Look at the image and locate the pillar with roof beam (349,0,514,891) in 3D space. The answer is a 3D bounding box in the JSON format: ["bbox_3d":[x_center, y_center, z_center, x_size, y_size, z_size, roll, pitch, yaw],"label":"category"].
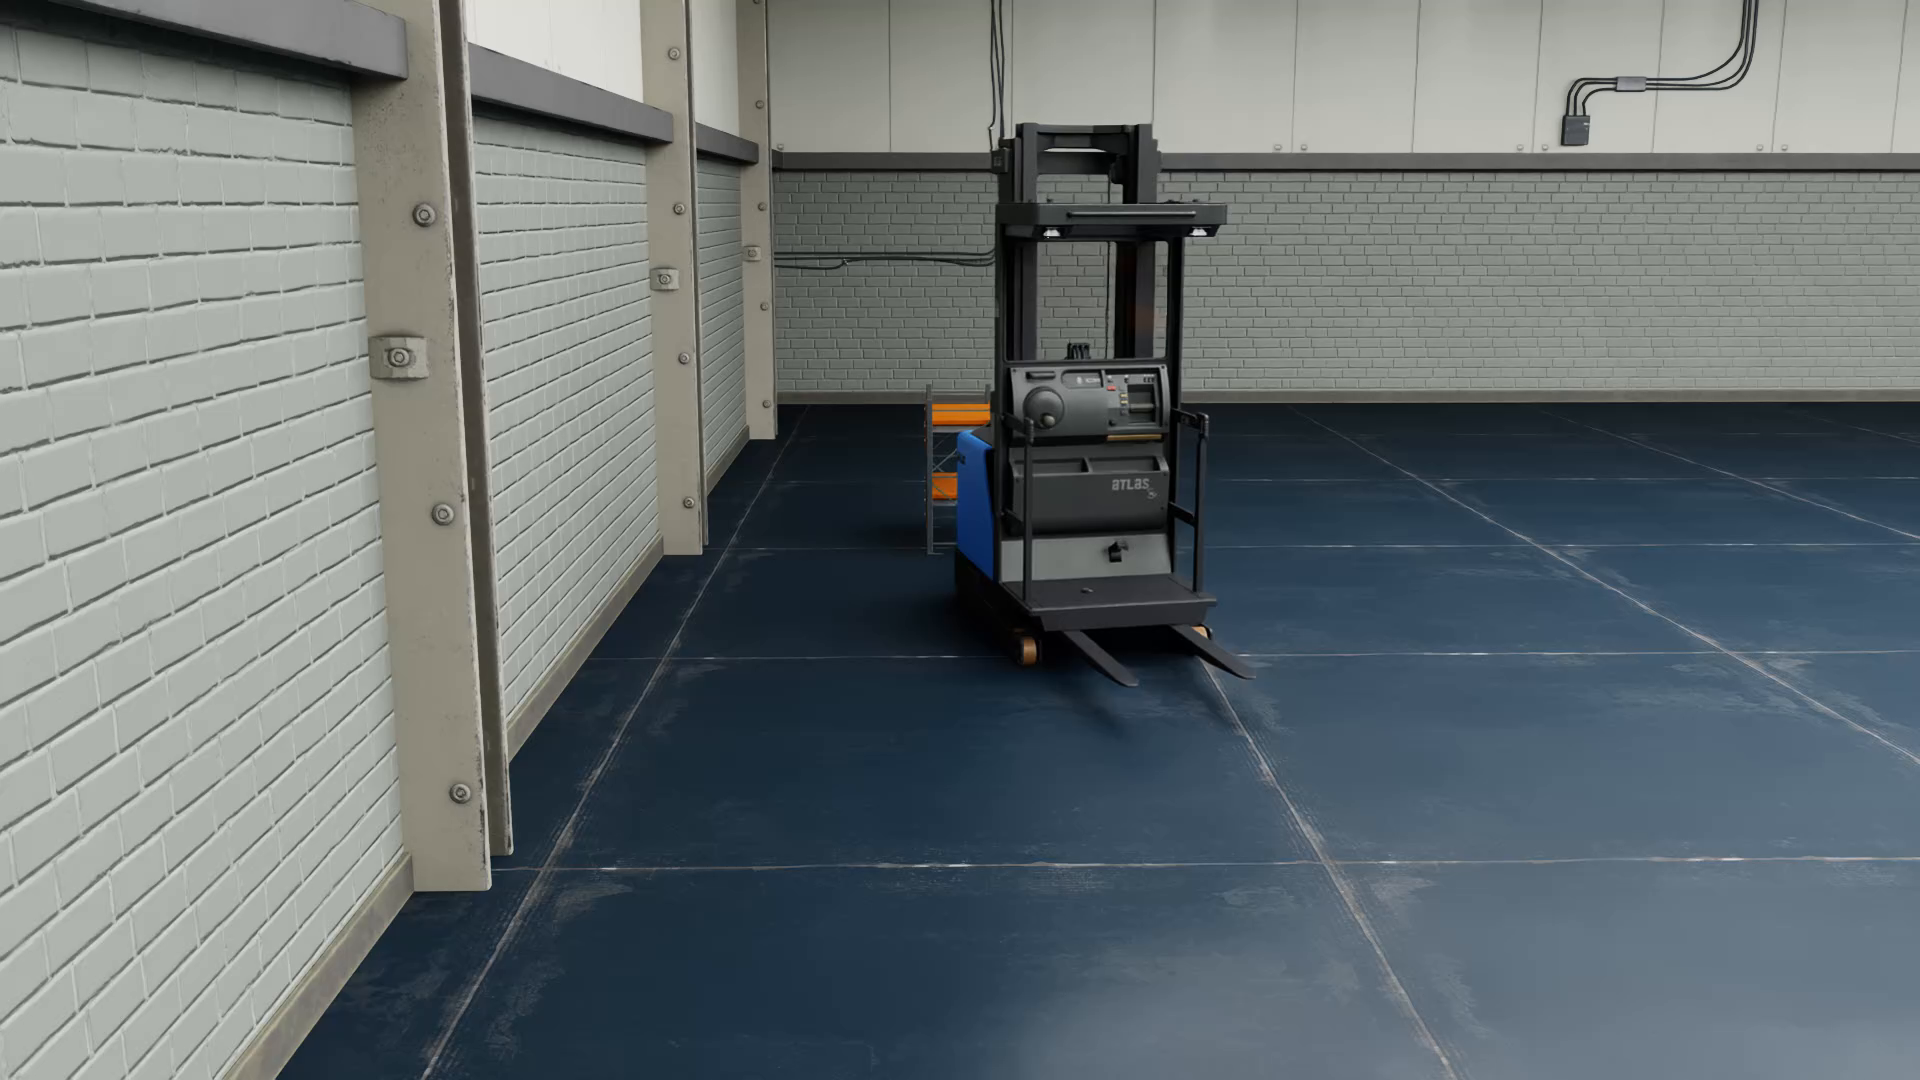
[{"bbox_3d":[2.397,-3.168,5.543,9.100,9.000,0.400,0,11,-1],"label":"pillar with roof beam"}]

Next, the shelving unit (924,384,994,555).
[{"bbox_3d":[0.000,-0.550,12.441,0.538,1.125,1.048,0,11,-1],"label":"shelving unit"}]

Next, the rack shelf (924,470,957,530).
[{"bbox_3d":[0.000,-0.310,12.489,0.538,0.278,1.000,0,11,-1],"label":"rack shelf"}]

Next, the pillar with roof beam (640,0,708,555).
[{"bbox_3d":[2.273,-4.361,11.422,9.100,9.000,0.400,0,11,-1],"label":"pillar with roof beam"}]

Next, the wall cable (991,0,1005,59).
[{"bbox_3d":[1.811,-7.091,19.988,3.097,2.526,0.112,0,11,-1],"label":"wall cable"}]

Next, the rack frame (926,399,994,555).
[{"bbox_3d":[0.011,-0.449,11.943,0.500,1.125,0.032,0,11,-1],"label":"rack frame"}]

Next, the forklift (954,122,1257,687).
[{"bbox_3d":[0.790,-0.826,9.257,1.130,2.935,3.031,-3,12,-13],"label":"forklift"}]

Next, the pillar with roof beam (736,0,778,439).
[{"bbox_3d":[2.149,-5.554,17.301,9.100,9.000,0.400,0,11,-1],"label":"pillar with roof beam"}]

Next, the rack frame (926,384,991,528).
[{"bbox_3d":[-0.010,-0.651,12.939,0.500,1.125,0.032,0,11,-1],"label":"rack frame"}]

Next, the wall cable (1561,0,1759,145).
[{"bbox_3d":[8.598,-7.830,19.966,2.305,6.003,0.169,0,11,-1],"label":"wall cable"}]

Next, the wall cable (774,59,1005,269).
[{"bbox_3d":[-0.894,-4.605,20.436,3.097,2.526,0.112,0,11,-1],"label":"wall cable"}]

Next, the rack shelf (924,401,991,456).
[{"bbox_3d":[0.000,-0.837,12.382,0.538,0.278,1.000,0,11,-1],"label":"rack shelf"}]
